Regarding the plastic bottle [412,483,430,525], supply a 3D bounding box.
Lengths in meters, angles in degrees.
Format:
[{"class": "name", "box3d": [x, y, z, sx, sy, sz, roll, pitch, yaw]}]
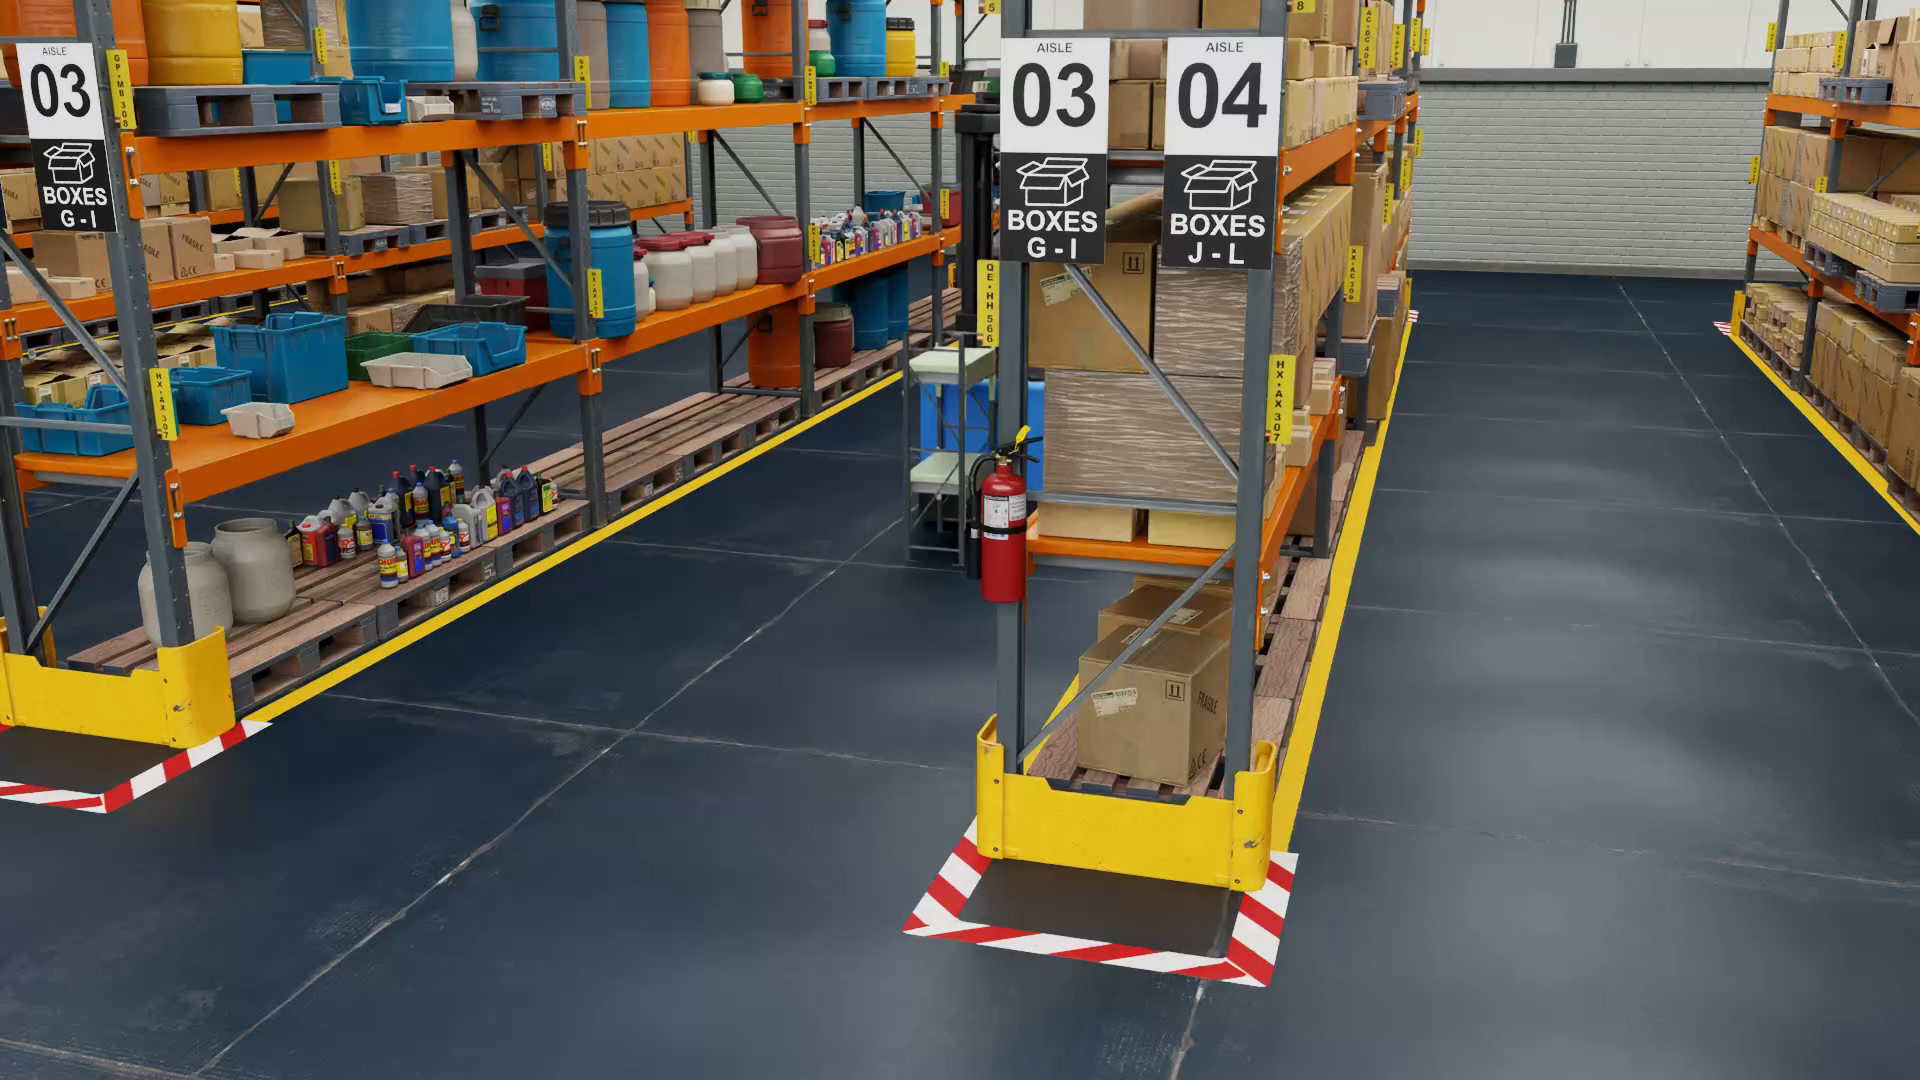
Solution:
[{"class": "plastic bottle", "box3d": [-3.524, -0.239, 10.870, 0.097, 0.271, 0.097, 0, 16, 0]}]

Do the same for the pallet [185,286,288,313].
[{"class": "pallet", "box3d": [-9.905, -3.279, 22.504, 1.003, 0.211, 1.213, 5, 16, 16]}]

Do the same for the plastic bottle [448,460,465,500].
[{"class": "plastic bottle", "box3d": [-3.482, -0.416, 11.494, 0.097, 0.271, 0.097, 0, 16, 0]}]

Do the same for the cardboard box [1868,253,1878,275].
[{"class": "cardboard box", "box3d": [7.485, -2.196, 13.266, 0.380, 0.149, 0.250, 5, 17, 17]}]

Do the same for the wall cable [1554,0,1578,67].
[{"class": "wall cable", "box3d": [10.099, -9.968, 24.086, 2.277, 5.999, 0.120, 5, 16, 16]}]

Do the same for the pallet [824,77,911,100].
[{"class": "pallet", "box3d": [-1.146, -4.502, 16.555, 1.003, 0.211, 1.213, 5, 16, 16]}]

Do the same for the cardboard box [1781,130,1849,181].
[{"class": "cardboard box", "box3d": [9.084, -4.086, 17.677, 0.500, 0.500, 0.500, 4, 16, 14]}]

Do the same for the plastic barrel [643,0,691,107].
[{"class": "plastic barrel", "box3d": [-2.462, -3.894, 13.276, 0.600, 0.830, 0.708, 5, 16, 16]}]

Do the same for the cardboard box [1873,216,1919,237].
[{"class": "cardboard box", "box3d": [7.489, -2.483, 13.188, 0.380, 0.149, 0.250, 5, 17, 18]}]

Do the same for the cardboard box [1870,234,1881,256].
[{"class": "cardboard box", "box3d": [7.491, -2.346, 13.249, 0.380, 0.149, 0.250, 5, 17, 17]}]

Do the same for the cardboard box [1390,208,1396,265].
[{"class": "cardboard box", "box3d": [3.891, -2.914, 15.923, 0.500, 0.500, 0.500, 4, 16, 15]}]

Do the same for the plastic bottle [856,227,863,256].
[{"class": "plastic bottle", "box3d": [-1.014, -2.970, 16.539, 0.097, 0.271, 0.097, 0, 16, 0]}]

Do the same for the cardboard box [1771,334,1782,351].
[{"class": "cardboard box", "box3d": [8.857, -2.095, 17.673, 0.380, 0.149, 0.250, 5, 16, 16]}]

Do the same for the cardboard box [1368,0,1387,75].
[{"class": "cardboard box", "box3d": [2.728, -3.553, 11.763, 0.500, 0.500, 0.500, 5, 17, 17]}]

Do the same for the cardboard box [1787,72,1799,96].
[{"class": "cardboard box", "box3d": [9.254, -4.911, 17.925, 0.500, 0.250, 0.500, 4, 16, 14]}]

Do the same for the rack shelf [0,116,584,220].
[{"class": "rack shelf", "box3d": [-3.540, -2.140, 9.200, 1.077, 0.370, 4.000, 5, 16, 16]}]

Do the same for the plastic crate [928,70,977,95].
[{"class": "plastic crate", "box3d": [-0.082, -5.344, 19.414, 0.497, 0.269, 0.590, 5, 16, 16]}]

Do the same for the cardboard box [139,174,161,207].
[{"class": "cardboard box", "box3d": [-10.221, -4.354, 20.419, 0.500, 0.500, 0.500, 5, 17, 16]}]

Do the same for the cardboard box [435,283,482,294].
[{"class": "cardboard box", "box3d": [-5.603, -2.643, 18.924, 0.500, 0.500, 0.500, 5, 17, 17]}]

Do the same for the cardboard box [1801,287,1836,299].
[{"class": "cardboard box", "box3d": [9.880, -2.808, 19.098, 0.380, 0.149, 0.250, 5, 17, 17]}]

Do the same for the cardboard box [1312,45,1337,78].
[{"class": "cardboard box", "box3d": [1.593, -2.293, 7.963, 0.380, 0.149, 0.250, 5, 17, 18]}]

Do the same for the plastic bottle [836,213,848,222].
[{"class": "plastic bottle", "box3d": [-1.299, -3.413, 18.092, 0.152, 0.276, 0.135, 5, 16, 16]}]

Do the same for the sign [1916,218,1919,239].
[{"class": "sign", "box3d": [7.118, -2.377, 12.235, 0.100, 0.325, 0.005, 5, 16, 16]}]

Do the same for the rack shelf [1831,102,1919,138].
[{"class": "rack shelf", "box3d": [8.209, -3.438, 13.776, 1.077, 0.370, 4.000, 5, 16, 16]}]

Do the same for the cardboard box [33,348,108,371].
[{"class": "cardboard box", "box3d": [-7.593, -1.496, 14.348, 0.500, 0.311, 0.500, 5, 16, 16]}]

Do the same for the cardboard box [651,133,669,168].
[{"class": "cardboard box", "box3d": [-4.315, -5.350, 22.680, 0.500, 0.500, 0.500, 5, 17, 17]}]

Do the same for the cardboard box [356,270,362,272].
[{"class": "cardboard box", "box3d": [-9.163, -4.283, 24.744, 0.700, 0.500, 0.500, 5, 16, 16]}]

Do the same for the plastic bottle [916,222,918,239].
[{"class": "plastic bottle", "box3d": [-0.507, -3.403, 18.196, 0.097, 0.201, 0.097, 0, 16, 0]}]

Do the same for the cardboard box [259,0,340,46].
[{"class": "cardboard box", "box3d": [-6.453, -5.084, 16.244, 0.500, 0.500, 0.500, 5, 16, 16]}]

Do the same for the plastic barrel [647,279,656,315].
[{"class": "plastic barrel", "box3d": [-2.448, -1.835, 12.554, 0.301, 0.262, 0.301, 0, 16, 0]}]

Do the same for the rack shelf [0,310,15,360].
[{"class": "rack shelf", "box3d": [-8.288, -1.082, 10.967, 1.077, 0.370, 4.000, 5, 16, 16]}]

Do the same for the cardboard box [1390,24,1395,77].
[{"class": "cardboard box", "box3d": [3.896, -4.816, 16.363, 0.700, 0.500, 0.500, 5, 17, 17]}]

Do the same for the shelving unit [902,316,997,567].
[{"class": "shelving unit", "box3d": [-0.063, -0.662, 10.915, 0.431, 1.500, 0.755, 5, 16, 16]}]

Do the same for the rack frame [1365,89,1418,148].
[{"class": "rack frame", "box3d": [5.188, -4.322, 21.070, 1.000, 3.000, 0.127, 5, 16, 16]}]

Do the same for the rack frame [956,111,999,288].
[{"class": "rack frame", "box3d": [0.439, -4.706, 22.425, 1.000, 3.000, 0.127, 5, 16, 16]}]

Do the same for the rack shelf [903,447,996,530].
[{"class": "rack shelf", "box3d": [-0.063, -0.348, 11.004, 0.431, 0.370, 0.720, 5, 16, 16]}]

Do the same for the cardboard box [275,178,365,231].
[{"class": "cardboard box", "box3d": [-6.512, -3.422, 16.944, 0.700, 0.500, 0.500, -1, 16, -3]}]

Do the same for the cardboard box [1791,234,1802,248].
[{"class": "cardboard box", "box3d": [8.882, -3.117, 17.281, 0.380, 0.149, 0.250, 4, 16, 13]}]

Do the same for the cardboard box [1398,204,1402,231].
[{"class": "cardboard box", "box3d": [4.436, -3.449, 17.723, 0.500, 0.250, 0.500, 4, 16, 15]}]

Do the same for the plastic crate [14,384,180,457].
[{"class": "plastic crate", "box3d": [-4.253, -0.603, 8.230, 0.499, 0.251, 0.616, 5, 16, 16]}]

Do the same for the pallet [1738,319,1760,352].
[{"class": "pallet", "box3d": [9.628, -2.340, 19.192, 1.003, 0.211, 1.213, 5, 16, 16]}]

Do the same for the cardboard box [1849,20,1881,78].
[{"class": "cardboard box", "box3d": [8.565, -4.467, 15.132, 0.700, 0.500, 0.500, 5, 16, 16]}]

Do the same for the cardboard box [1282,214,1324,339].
[{"class": "cardboard box", "box3d": [1.348, -1.192, 7.475, 0.500, 0.500, 0.500, 5, 16, 16]}]

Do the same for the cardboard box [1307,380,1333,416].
[{"class": "cardboard box", "box3d": [1.825, -0.783, 9.054, 0.380, 0.149, 0.250, 5, 16, 16]}]

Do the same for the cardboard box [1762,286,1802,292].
[{"class": "cardboard box", "box3d": [9.477, -2.836, 19.194, 0.380, 0.149, 0.250, 5, 17, 17]}]

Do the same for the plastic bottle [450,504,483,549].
[{"class": "plastic bottle", "box3d": [-3.074, -0.100, 10.371, 0.152, 0.276, 0.135, 5, 17, 17]}]

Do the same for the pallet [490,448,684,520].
[{"class": "pallet", "box3d": [-2.785, -0.434, 12.471, 1.003, 0.211, 1.213, 5, 16, 16]}]

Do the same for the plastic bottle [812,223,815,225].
[{"class": "plastic bottle", "box3d": [-1.500, -3.113, 17.043, 0.097, 0.271, 0.097, 0, 16, 0]}]

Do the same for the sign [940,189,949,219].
[{"class": "sign", "box3d": [-0.171, -3.750, 18.545, 0.100, 0.325, 0.005, 5, 16, 16]}]

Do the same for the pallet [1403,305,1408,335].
[{"class": "pallet", "box3d": [5.035, -2.765, 20.692, 1.003, 0.211, 1.213, 5, 16, 16]}]

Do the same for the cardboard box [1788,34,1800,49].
[{"class": "cardboard box", "box3d": [9.298, -5.453, 18.189, 0.380, 0.149, 0.250, 5, 17, 17]}]

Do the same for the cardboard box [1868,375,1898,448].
[{"class": "cardboard box", "box3d": [7.577, -1.010, 13.204, 0.500, 0.500, 0.500, 5, 16, 16]}]

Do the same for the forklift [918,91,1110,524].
[{"class": "forklift", "box3d": [0.612, -1.840, 12.447, 1.130, 2.935, 3.031, 5, 16, 16]}]

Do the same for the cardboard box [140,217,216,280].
[{"class": "cardboard box", "box3d": [-7.044, -2.606, 14.837, 0.500, 0.500, 0.500, 4, 16, 13]}]
